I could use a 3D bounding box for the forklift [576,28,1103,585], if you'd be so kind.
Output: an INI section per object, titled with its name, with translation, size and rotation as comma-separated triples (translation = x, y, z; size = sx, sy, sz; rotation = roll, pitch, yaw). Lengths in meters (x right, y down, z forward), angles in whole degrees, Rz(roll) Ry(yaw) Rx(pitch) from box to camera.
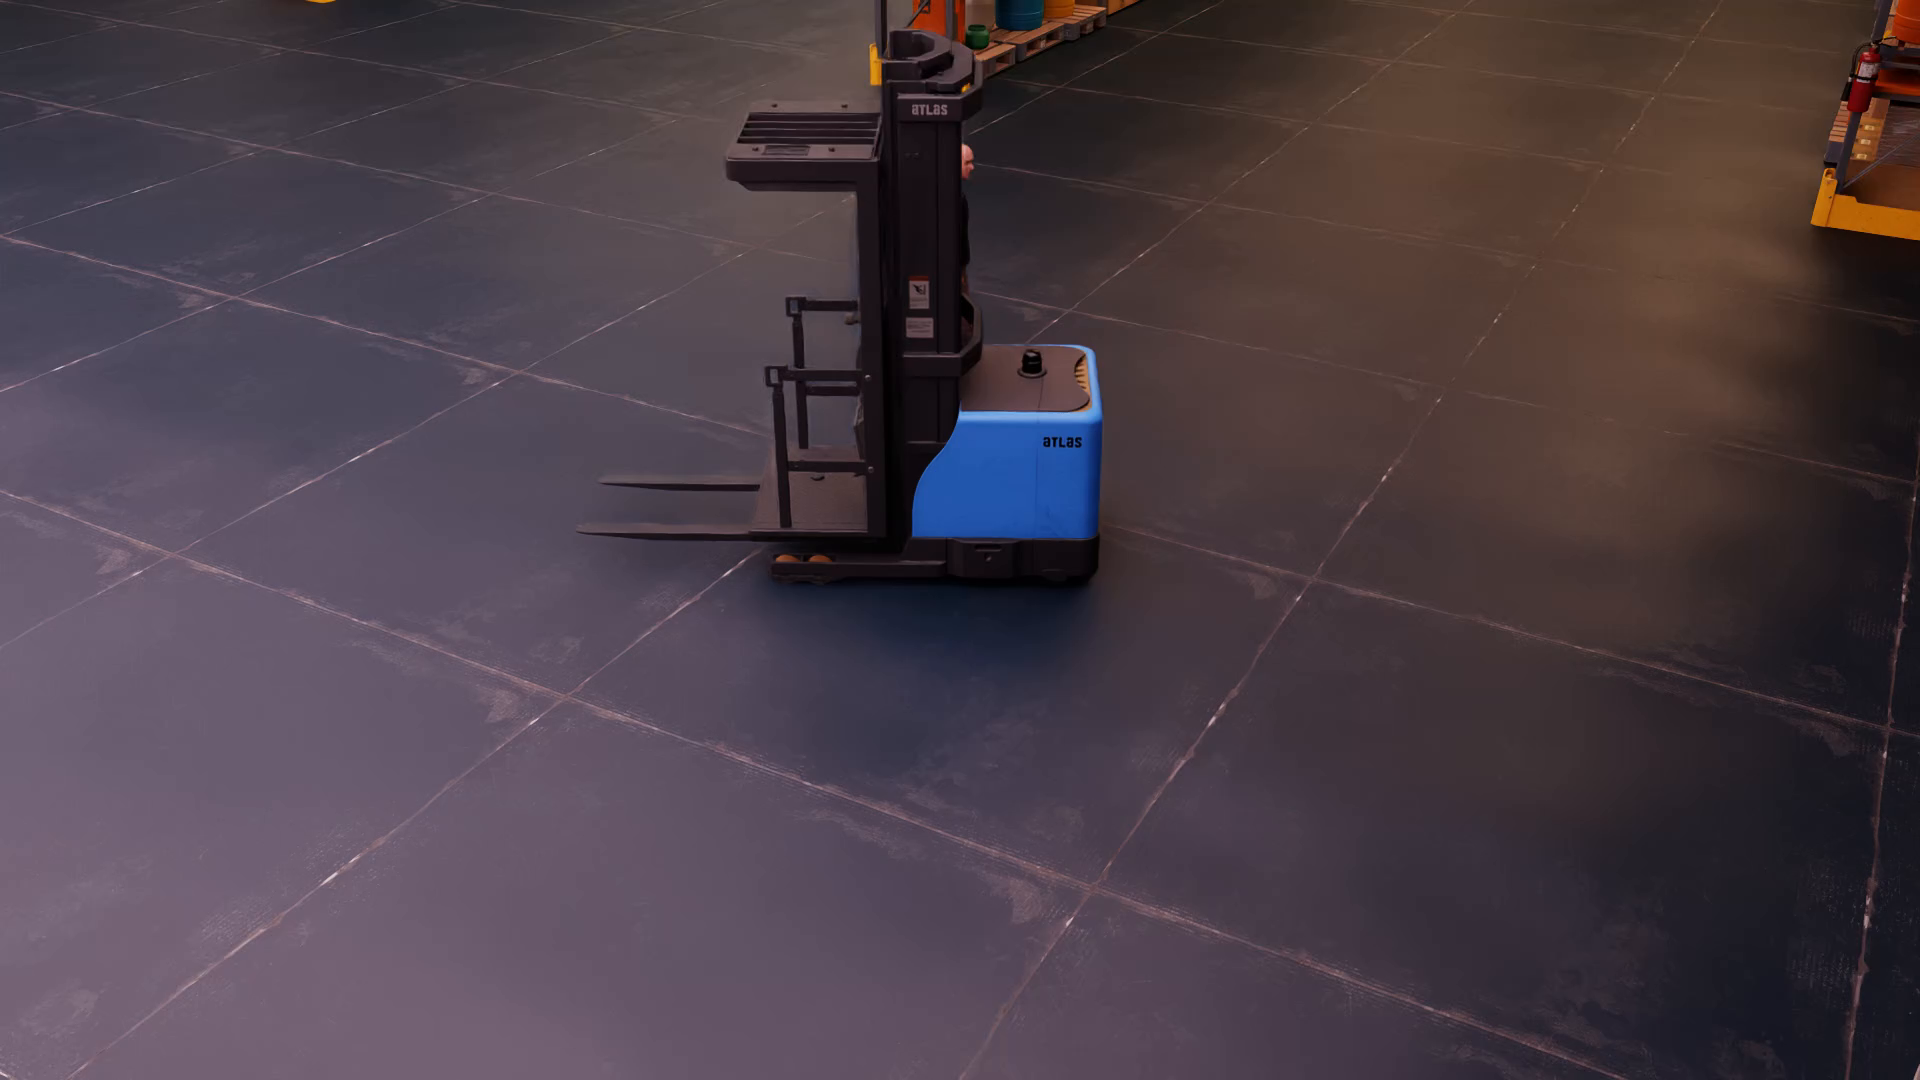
[forklift]
translation = -0.710, -1.277, 9.283
size = 3.031, 2.935, 1.130
rotation = 1, 30, 1

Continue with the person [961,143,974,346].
[person]
translation = -0.049, -1.913, 11.601
size = 0.466, 1.716, 0.665
rotation = -1, 30, -2
